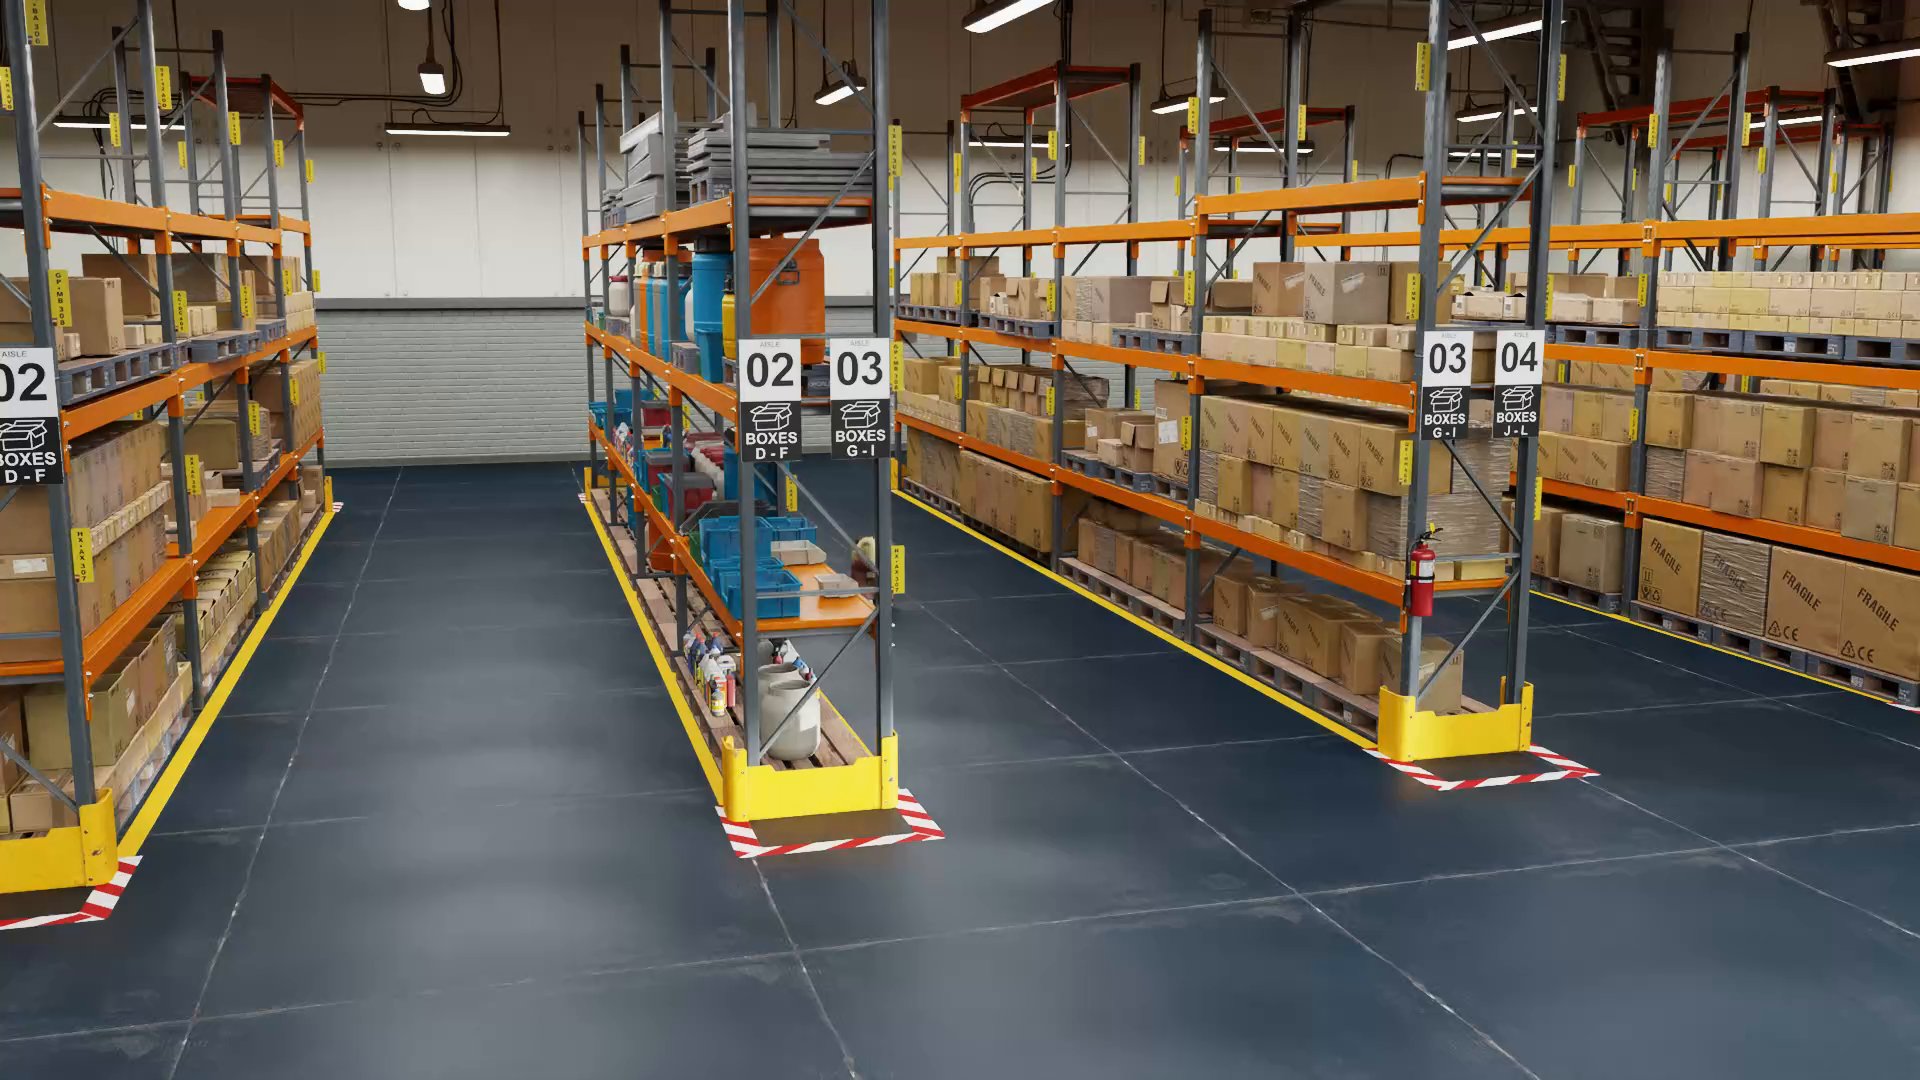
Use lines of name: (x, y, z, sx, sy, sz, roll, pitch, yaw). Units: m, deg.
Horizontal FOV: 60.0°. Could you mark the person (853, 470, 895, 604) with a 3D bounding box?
person: (-0.960, -0.015, 18.200, 0.405, 1.445, 0.731, -3, 10, -17)
